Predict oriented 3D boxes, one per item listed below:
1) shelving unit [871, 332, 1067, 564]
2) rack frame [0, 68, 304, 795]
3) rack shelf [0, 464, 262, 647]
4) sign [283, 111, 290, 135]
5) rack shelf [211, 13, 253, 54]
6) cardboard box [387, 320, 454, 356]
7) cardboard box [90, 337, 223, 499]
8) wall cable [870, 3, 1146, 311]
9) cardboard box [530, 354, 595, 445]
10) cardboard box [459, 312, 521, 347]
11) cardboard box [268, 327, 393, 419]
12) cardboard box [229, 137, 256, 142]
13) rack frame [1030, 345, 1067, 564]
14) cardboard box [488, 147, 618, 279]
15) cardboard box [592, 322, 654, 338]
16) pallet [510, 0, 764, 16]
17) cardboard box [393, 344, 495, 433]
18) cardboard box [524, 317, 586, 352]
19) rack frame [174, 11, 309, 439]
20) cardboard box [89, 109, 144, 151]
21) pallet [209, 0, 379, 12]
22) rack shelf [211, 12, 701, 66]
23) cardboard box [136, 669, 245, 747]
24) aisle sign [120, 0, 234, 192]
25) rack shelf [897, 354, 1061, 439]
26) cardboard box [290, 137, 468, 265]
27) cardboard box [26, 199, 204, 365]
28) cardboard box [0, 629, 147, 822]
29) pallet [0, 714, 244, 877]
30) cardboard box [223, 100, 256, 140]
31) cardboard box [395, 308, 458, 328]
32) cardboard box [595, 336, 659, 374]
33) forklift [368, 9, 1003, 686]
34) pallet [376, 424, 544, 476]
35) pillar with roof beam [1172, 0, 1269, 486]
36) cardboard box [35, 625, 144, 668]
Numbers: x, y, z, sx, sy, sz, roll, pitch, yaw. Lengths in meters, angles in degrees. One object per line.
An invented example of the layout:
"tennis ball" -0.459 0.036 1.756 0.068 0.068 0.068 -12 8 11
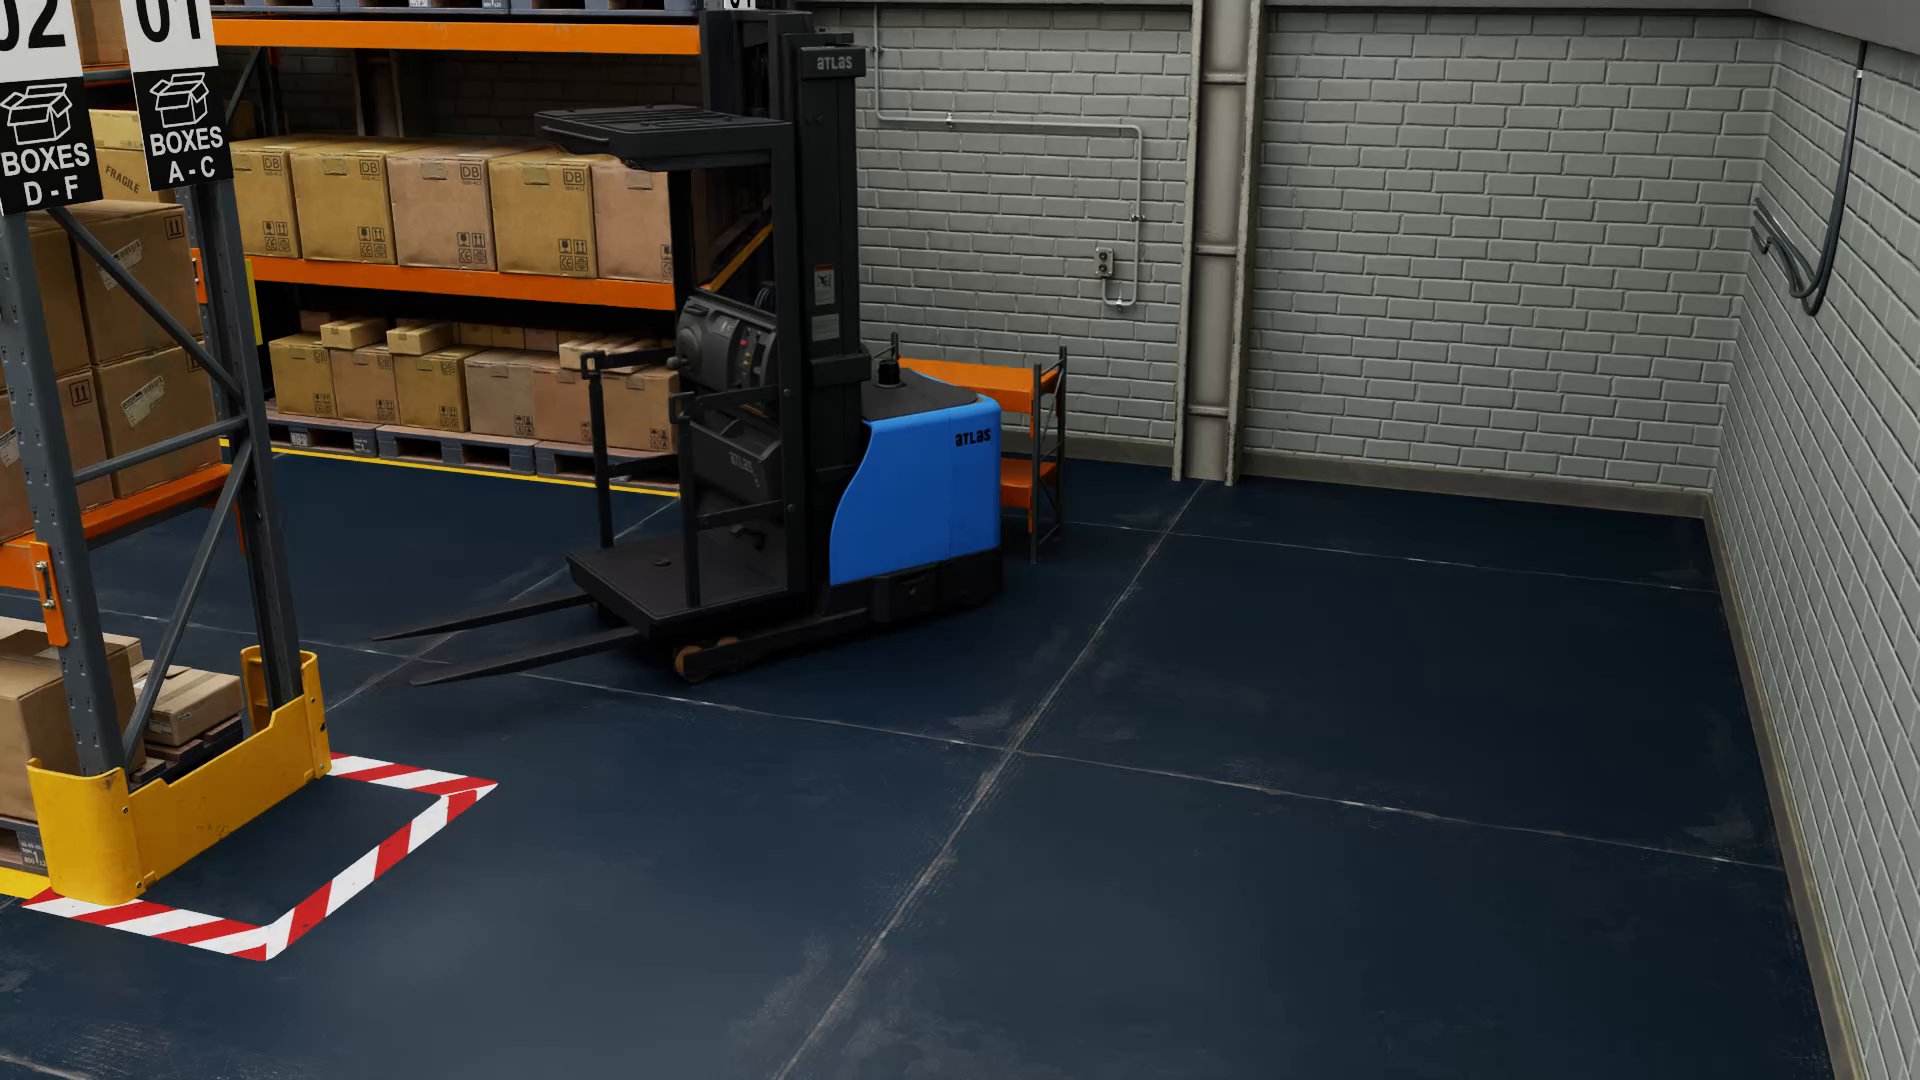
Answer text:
"shelving unit" 0.018 -0.536 9.405 1.048 1.125 0.538 7 20 19
"rack frame" -2.858 -0.310 5.909 0.127 3.000 1.000 7 20 18
"rack shelf" -4.747 -0.187 6.647 4.000 0.370 1.077 7 20 18
"sign" -4.834 -2.902 11.908 0.005 0.325 0.100 7 20 18
"rack shelf" -6.904 -3.576 11.813 4.000 0.370 1.077 7 20 18
"cardboard box" -3.585 -1.344 11.050 0.250 0.149 0.380 6 20 17
"cardboard box" -3.191 -0.487 6.265 0.500 0.500 0.500 7 20 19
"wall cable" 0.284 -2.486 10.608 1.851 1.984 0.084 7 20 18
"cardboard box" -2.403 -0.967 10.954 0.500 0.500 0.700 6 20 18
"cardboard box" -3.183 -1.432 11.302 0.250 0.149 0.380 6 20 17
"cardboard box" -4.342 -1.188 11.587 0.500 0.500 0.700 7 20 19
"cardboard box" -5.366 -2.608 11.867 0.500 0.500 0.500 6 20 16
"rack frame" 0.493 -0.477 9.236 0.032 1.125 0.500 7 20 19
"cardboard box" -2.412 -2.120 10.644 0.700 0.700 0.980 6 20 18
"cardboard box" -2.225 -1.323 10.988 0.250 0.149 0.380 7 20 18
"pallet" -1.940 -3.302 10.070 1.213 0.211 1.003 7 20 18
"cardboard box" -3.384 -1.077 11.268 0.500 0.500 0.700 7 20 19
"cardboard box" -2.702 -1.377 11.144 0.250 0.149 0.380 7 20 19
"rack frame" -5.014 -2.283 11.568 0.127 3.000 1.000 7 20 18
"cardboard box" -5.539 -2.805 11.293 0.500 0.250 0.500 7 20 19
"pallet" -4.245 -3.566 10.826 1.213 0.211 1.003 7 20 18
"rack shelf" -3.125 -3.144 10.573 4.000 0.370 1.077 7 20 18
"cardboard box" -3.141 0.676 6.742 0.250 0.149 0.380 7 20 18
"aisle sign" -2.697 -1.622 5.722 0.004 0.787 0.394 7 20 18
"rack shelf" 0.018 -0.812 9.309 1.000 0.278 0.538 7 20 19
"cardboard box" -3.820 -2.280 11.105 0.700 0.700 0.980 6 20 17
"cardboard box" -3.191 -0.959 6.101 0.500 0.500 0.500 7 20 20
"cardboard box" -3.452 0.680 6.197 0.500 0.500 0.500 7 20 18
"pallet" -3.683 0.913 6.638 1.213 0.211 1.003 7 20 18
"cardboard box" -5.363 -2.965 11.751 0.500 0.250 0.500 7 20 20
"cardboard box" -3.666 -1.487 11.460 0.250 0.149 0.380 6 20 16
"cardboard box" -2.111 -1.177 10.569 0.250 0.149 0.380 6 20 17
"forklift" -1.281 -0.925 7.776 3.031 2.935 1.130 -13 23 -32
"pallet" -3.165 -0.728 11.345 1.213 0.211 1.003 7 20 18
"pillar with roof beam" 0.186 -3.322 5.436 0.400 9.000 9.100 7 20 18
"cardboard box" -3.751 0.580 6.866 0.500 0.250 0.500 7 20 18
